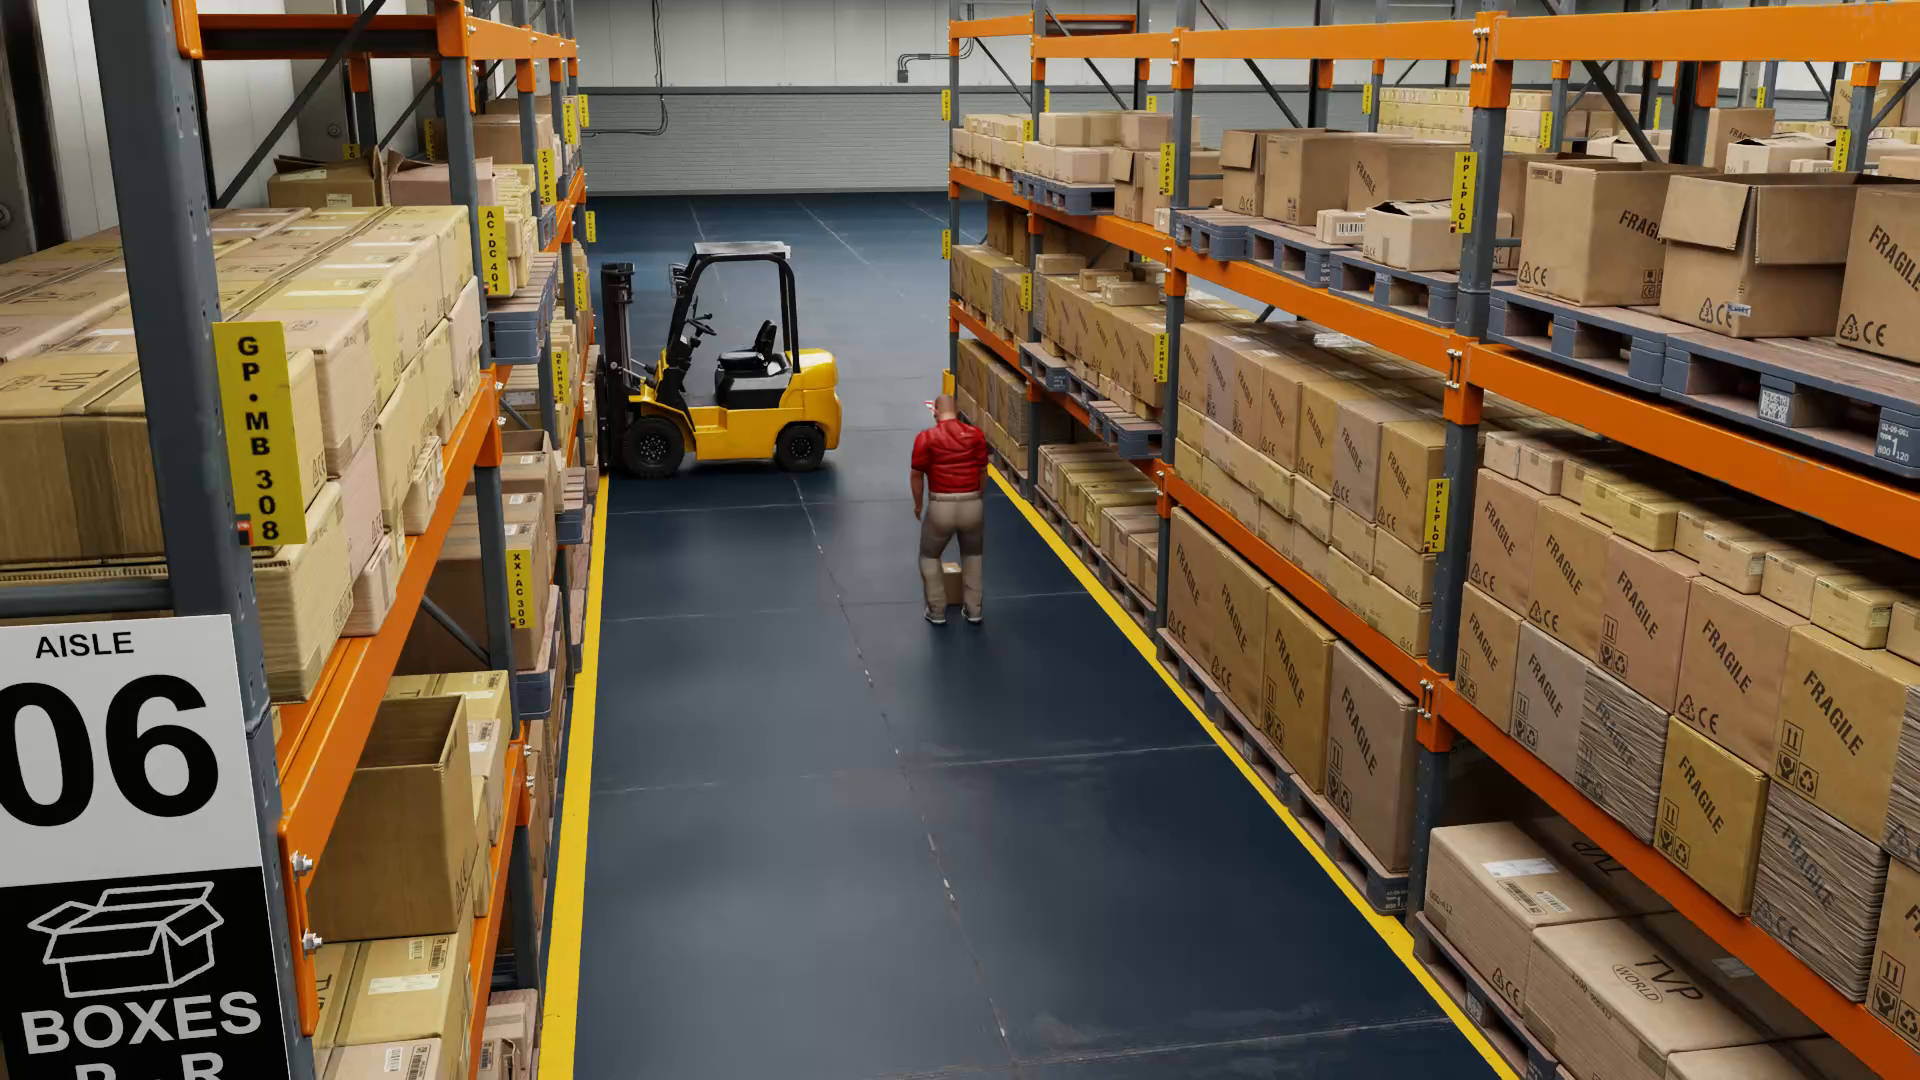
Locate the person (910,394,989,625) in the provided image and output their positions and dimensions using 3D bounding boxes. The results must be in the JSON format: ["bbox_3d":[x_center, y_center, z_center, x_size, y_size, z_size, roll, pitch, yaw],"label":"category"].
[{"bbox_3d":[-0.078,-0.213,11.955,0.564,1.654,0.418,-3,16,-9],"label":"person"}]
